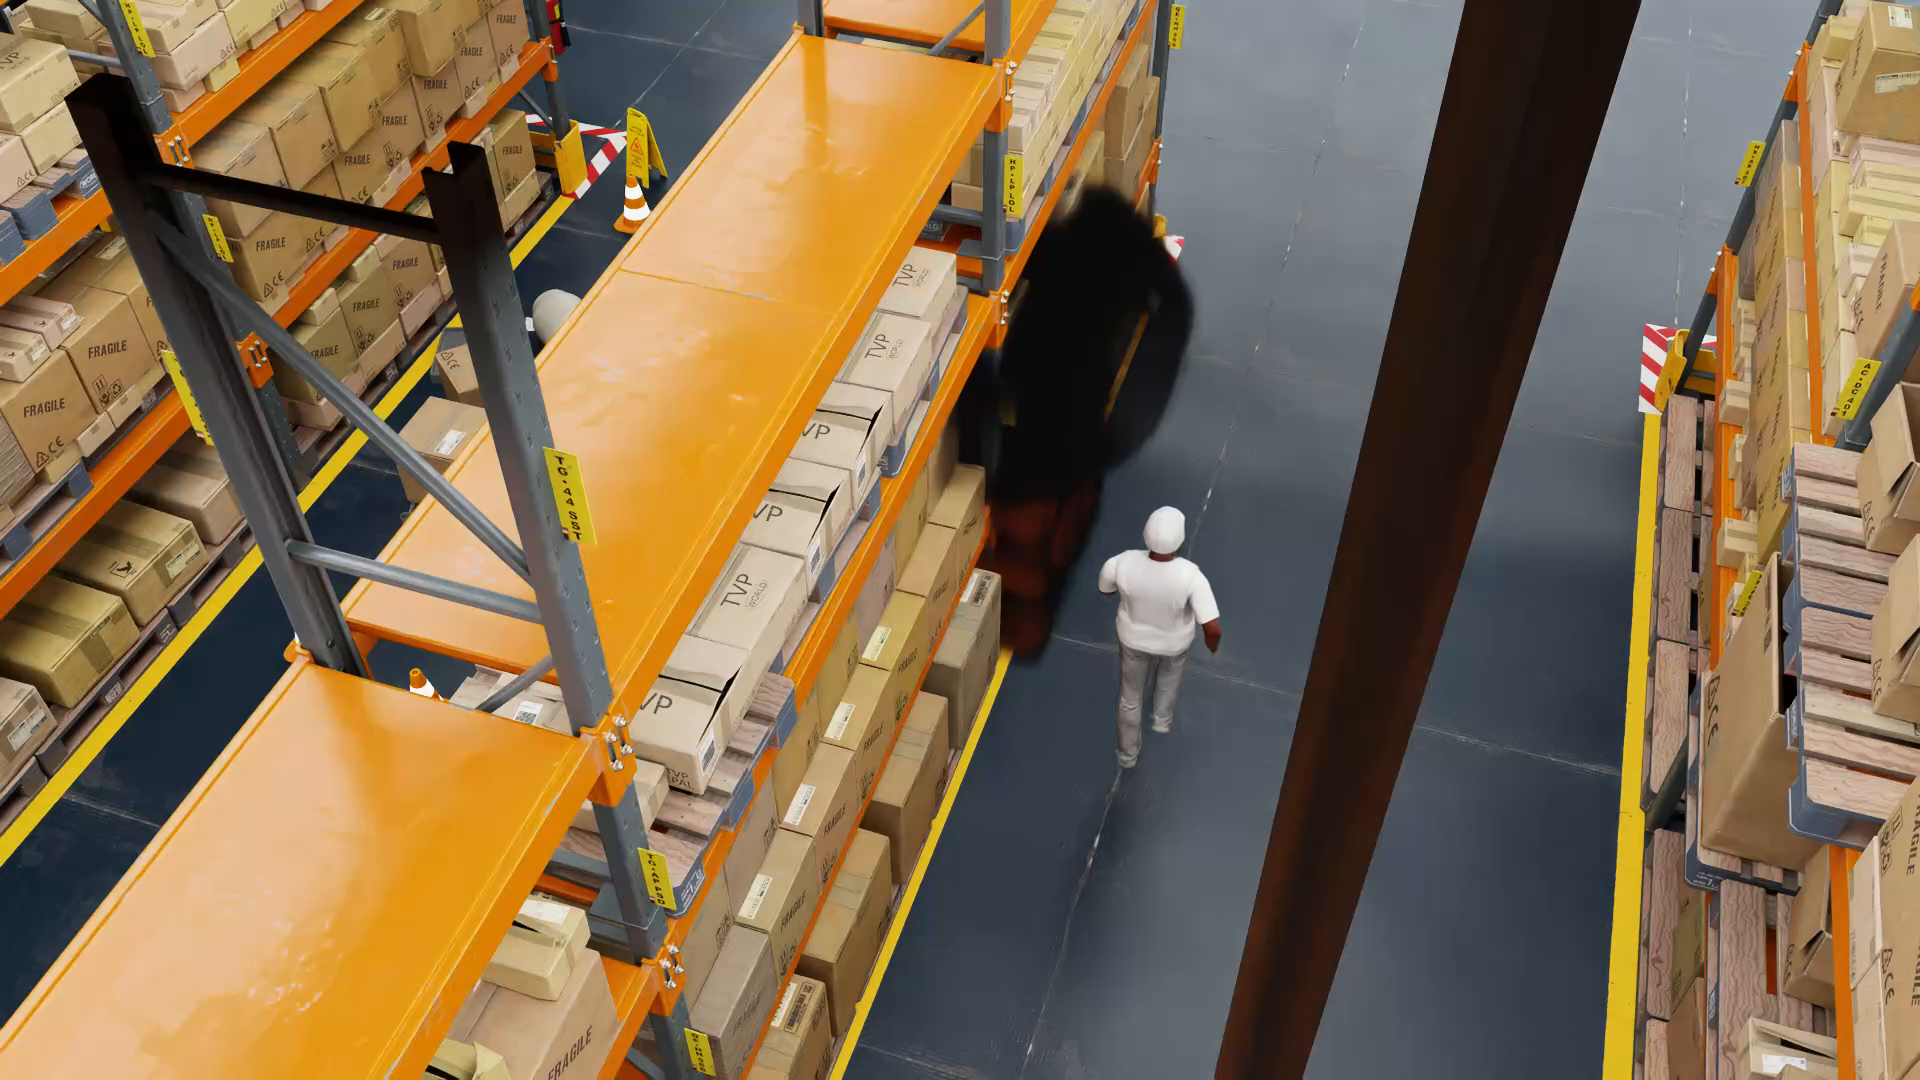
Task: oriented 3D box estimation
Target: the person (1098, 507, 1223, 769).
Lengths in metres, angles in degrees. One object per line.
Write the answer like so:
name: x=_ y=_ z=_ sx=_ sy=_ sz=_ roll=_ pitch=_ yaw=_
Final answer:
person: x=1.069 y=0.507 z=9.034 sx=0.684 sy=1.847 sz=0.712 roll=9 pitch=46 yaw=9
